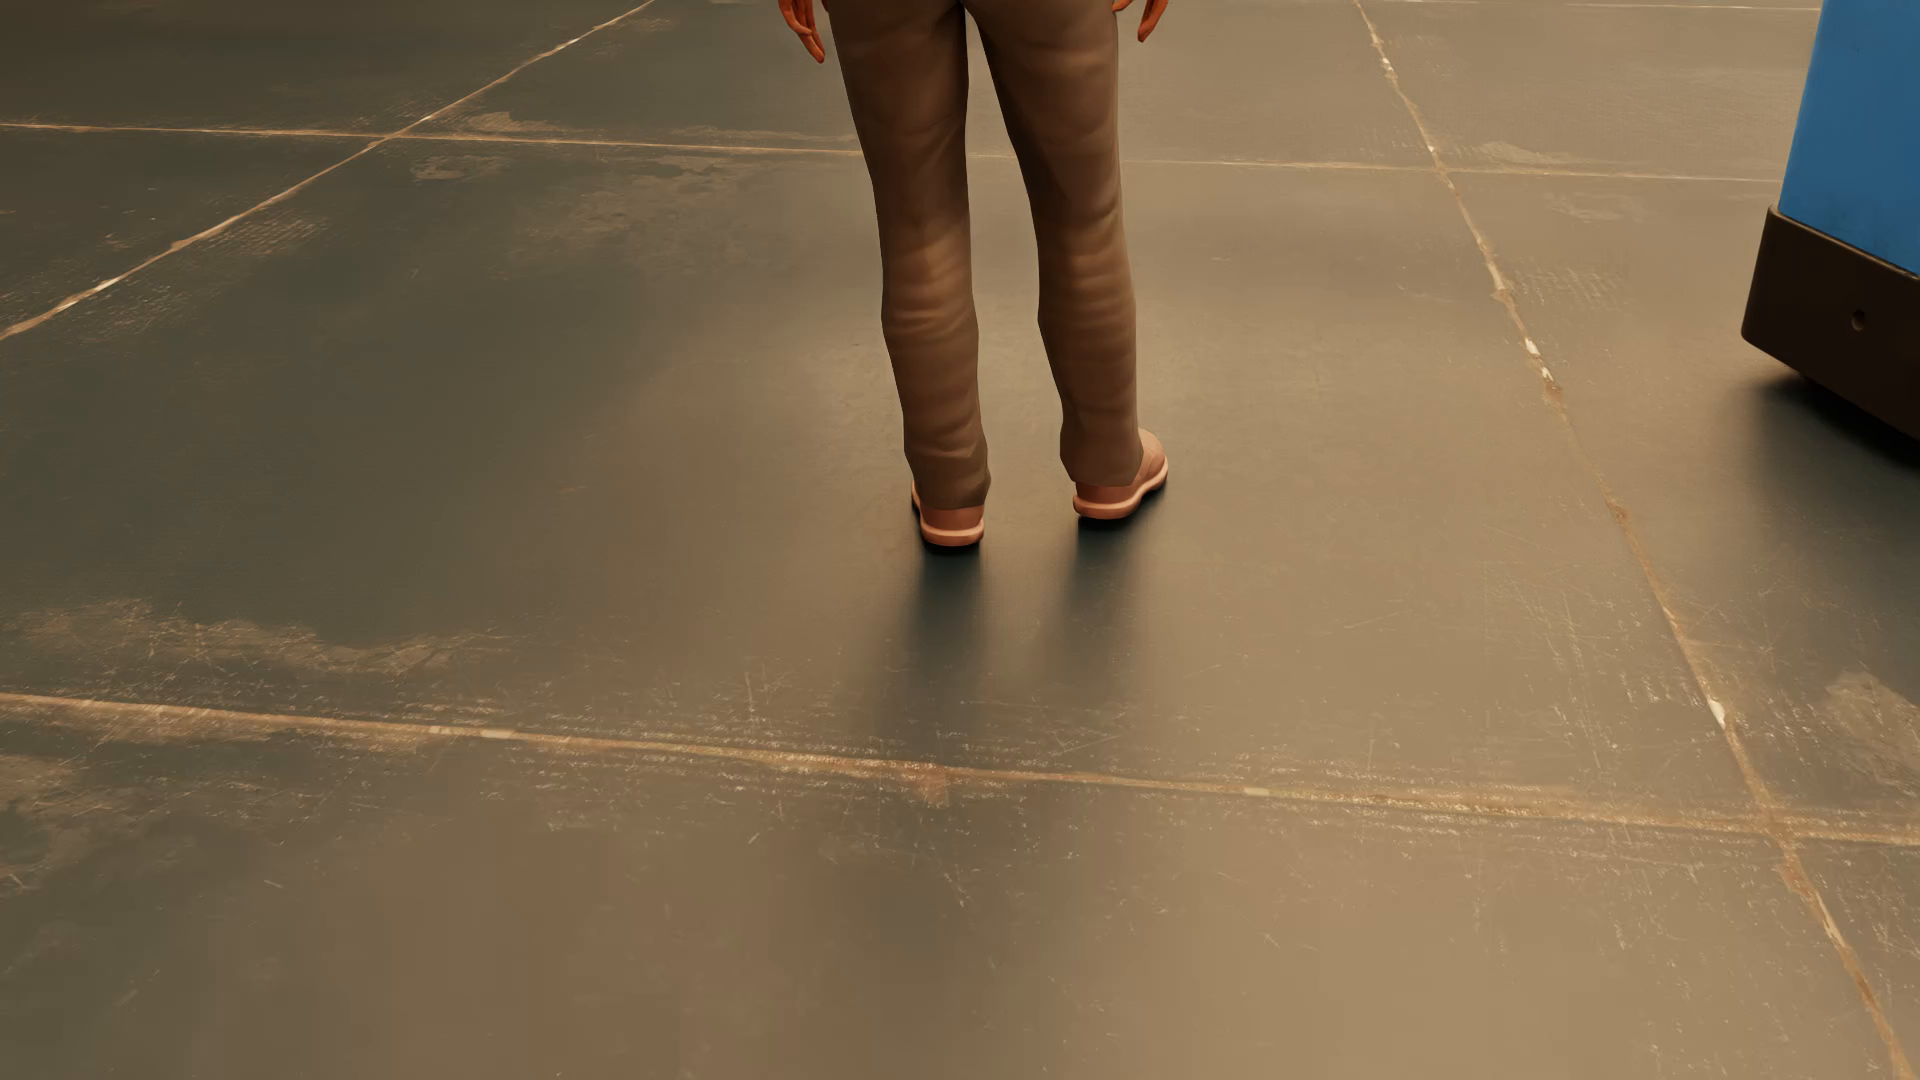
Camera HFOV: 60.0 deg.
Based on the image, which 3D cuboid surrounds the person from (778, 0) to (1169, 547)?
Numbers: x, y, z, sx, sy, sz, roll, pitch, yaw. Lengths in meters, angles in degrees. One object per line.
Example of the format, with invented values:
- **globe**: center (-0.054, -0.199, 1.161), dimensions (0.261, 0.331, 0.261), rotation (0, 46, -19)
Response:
- **person**: center (0.032, -0.785, 2.203), dimensions (0.569, 1.656, 0.503), rotation (3, 27, 7)

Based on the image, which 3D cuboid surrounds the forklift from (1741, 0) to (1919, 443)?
- **forklift**: center (3.016, -1.528, 2.279), dimensions (3.031, 2.935, 1.130), rotation (-4, 27, -8)
